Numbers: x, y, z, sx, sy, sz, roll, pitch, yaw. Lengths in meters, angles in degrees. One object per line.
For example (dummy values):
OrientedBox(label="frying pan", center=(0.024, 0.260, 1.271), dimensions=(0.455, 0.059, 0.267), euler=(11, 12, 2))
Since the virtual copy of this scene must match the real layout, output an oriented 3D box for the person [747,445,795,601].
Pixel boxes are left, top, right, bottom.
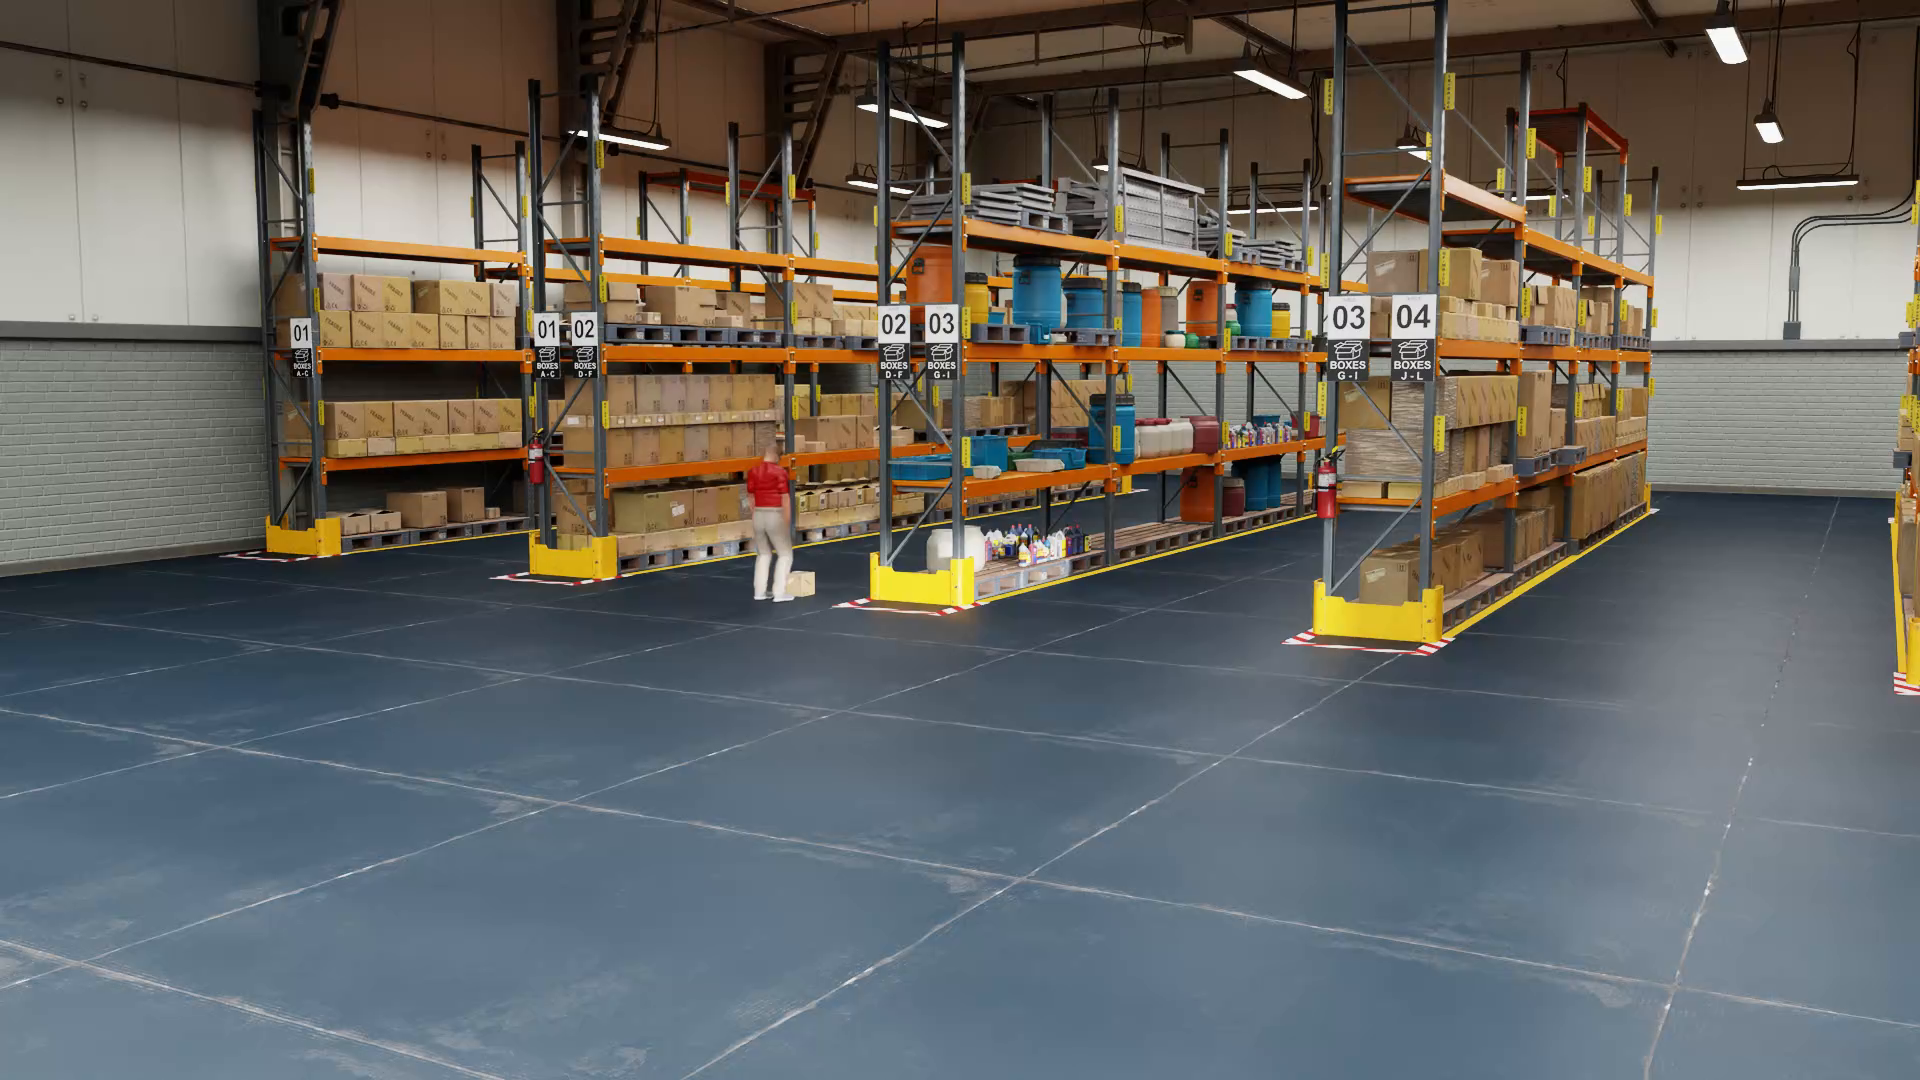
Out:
OrientedBox(label="person", center=(-2.074, -0.183, 18.163), dimensions=(0.544, 1.704, 0.377), euler=(3, 7, 30))
